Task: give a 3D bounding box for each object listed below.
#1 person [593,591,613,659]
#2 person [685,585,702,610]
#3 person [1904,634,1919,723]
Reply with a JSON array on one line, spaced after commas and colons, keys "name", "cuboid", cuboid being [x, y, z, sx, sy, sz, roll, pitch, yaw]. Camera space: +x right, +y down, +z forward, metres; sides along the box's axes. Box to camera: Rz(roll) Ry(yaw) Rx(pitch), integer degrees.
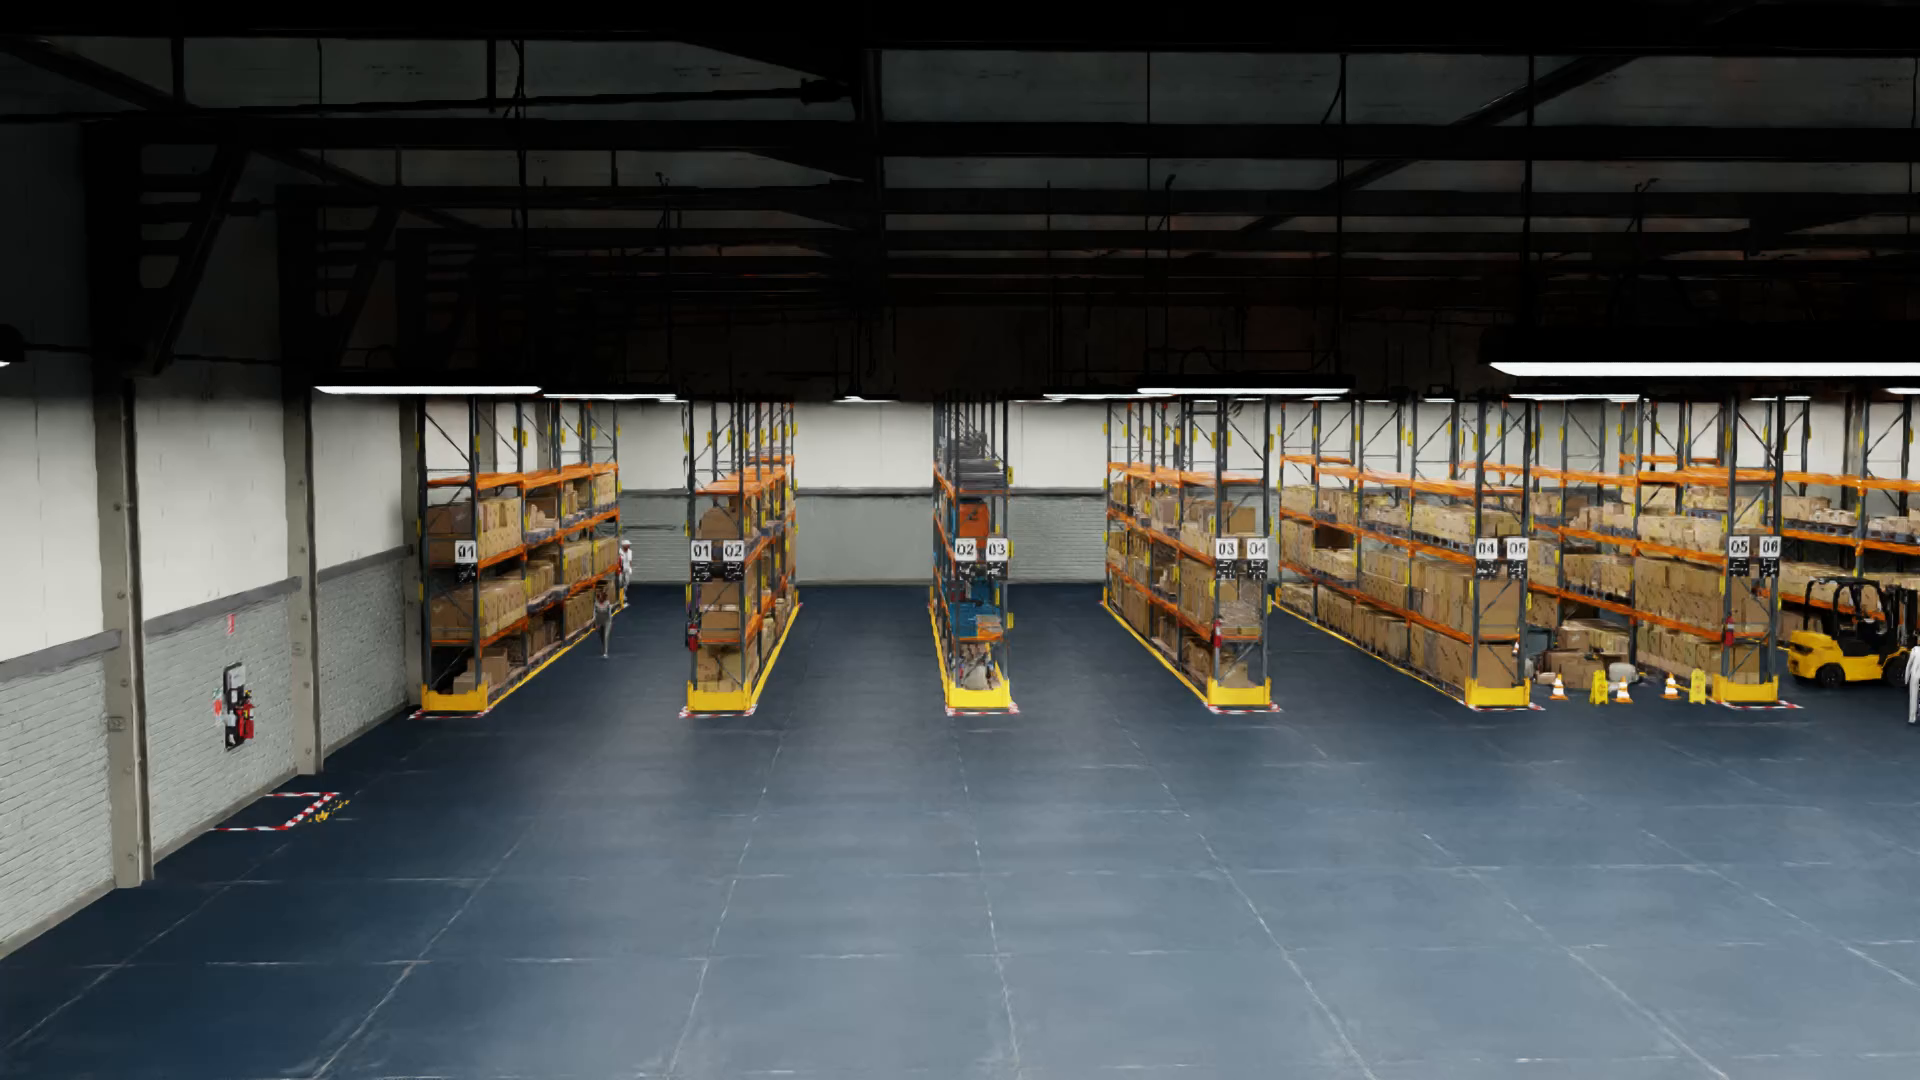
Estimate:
[{"name": "person", "cuboid": [-8.071, 1.890, 37.550, 0.417, 1.517, 1.036, 0, 5, 0]}, {"name": "person", "cuboid": [-6.498, 1.396, 40.577, 0.417, 0.599, 0.358, 0, 5, 0]}, {"name": "person", "cuboid": [17.344, 2.464, 29.968, 0.525, 1.622, 0.928, 2, 5, 22]}]
